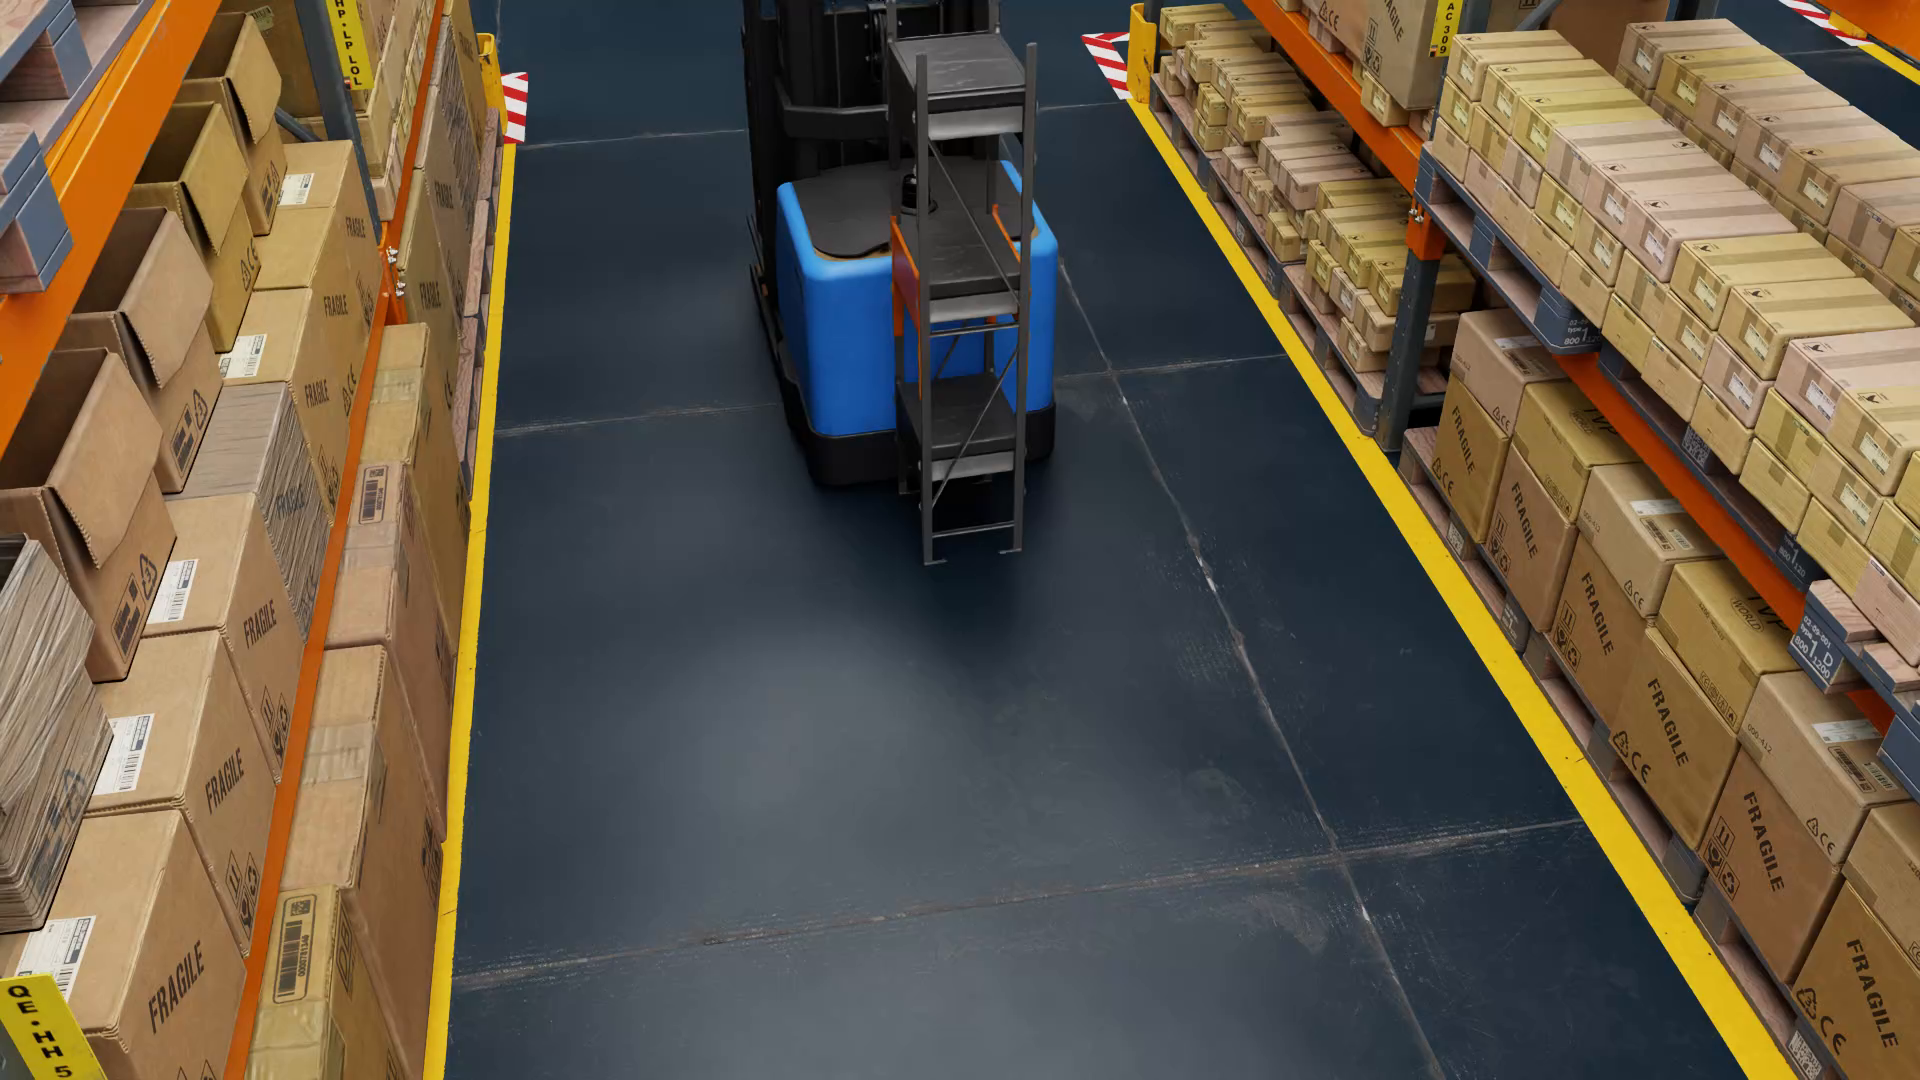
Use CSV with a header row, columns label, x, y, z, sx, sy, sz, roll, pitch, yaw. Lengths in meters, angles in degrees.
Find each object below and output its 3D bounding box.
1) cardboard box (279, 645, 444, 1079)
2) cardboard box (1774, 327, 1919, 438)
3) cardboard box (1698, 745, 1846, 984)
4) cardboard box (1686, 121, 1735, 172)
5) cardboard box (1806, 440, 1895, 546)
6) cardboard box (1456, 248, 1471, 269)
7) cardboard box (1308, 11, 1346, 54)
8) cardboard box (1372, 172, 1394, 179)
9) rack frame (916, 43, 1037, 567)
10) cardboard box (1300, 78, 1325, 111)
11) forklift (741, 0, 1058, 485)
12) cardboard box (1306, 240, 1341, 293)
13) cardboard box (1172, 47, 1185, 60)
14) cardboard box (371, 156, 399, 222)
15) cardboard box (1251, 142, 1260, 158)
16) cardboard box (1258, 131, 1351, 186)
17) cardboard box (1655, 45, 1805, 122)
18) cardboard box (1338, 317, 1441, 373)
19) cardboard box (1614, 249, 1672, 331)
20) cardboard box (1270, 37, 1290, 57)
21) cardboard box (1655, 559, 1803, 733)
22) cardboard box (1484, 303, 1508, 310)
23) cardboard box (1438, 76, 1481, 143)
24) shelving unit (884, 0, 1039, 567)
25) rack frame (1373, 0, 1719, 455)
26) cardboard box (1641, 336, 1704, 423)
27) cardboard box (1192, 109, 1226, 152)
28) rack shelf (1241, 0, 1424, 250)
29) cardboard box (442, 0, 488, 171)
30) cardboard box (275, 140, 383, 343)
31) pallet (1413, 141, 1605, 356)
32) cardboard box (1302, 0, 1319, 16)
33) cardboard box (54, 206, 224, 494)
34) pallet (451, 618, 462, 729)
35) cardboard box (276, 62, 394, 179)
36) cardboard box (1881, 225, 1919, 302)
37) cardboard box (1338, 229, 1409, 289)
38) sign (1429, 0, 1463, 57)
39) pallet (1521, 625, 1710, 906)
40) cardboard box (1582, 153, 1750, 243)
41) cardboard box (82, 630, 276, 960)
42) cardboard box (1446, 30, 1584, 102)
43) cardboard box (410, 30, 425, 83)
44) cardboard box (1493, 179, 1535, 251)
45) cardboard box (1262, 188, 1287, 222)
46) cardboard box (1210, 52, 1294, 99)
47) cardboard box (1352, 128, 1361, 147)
label,x,y,z,sx,sy,sz,roll,pitch,yaw
cardboard box,-2.126,0.956,4.464,1.225,0.875,0.875,-6,38,-8
cardboard box,2.312,-0.397,4.194,0.380,0.149,0.250,-6,38,-8
cardboard box,2.564,0.906,4.834,0.500,0.500,0.500,-5,38,-6
cardboard box,2.675,-1.304,5.603,0.380,0.149,0.250,-5,38,-6
cardboard box,2.349,-0.136,4.100,0.380,0.149,0.250,-6,38,-8
cardboard box,2.476,-1.326,7.508,0.380,0.149,0.250,-4,38,-6
cardboard box,1.804,-2.327,7.505,0.380,0.149,0.250,-8,39,-10
cardboard box,2.312,-1.836,8.408,0.380,0.149,0.250,-7,38,-8
rack frame,0.053,-0.756,6.011,0.400,2.100,0.015,-8,39,-11
cardboard box,2.034,-2.446,9.193,0.380,0.149,0.250,-7,38,-8
forklift,-0.426,-2.266,7.330,1.129,2.867,3.031,-8,39,-10
cardboard box,1.831,-1.283,7.696,0.380,0.149,0.250,-7,38,-10
cardboard box,1.461,-2.877,9.747,0.380,0.149,0.250,-5,38,-6
cardboard box,-2.302,-1.290,6.171,0.380,0.149,0.250,-6,38,-8
cardboard box,1.750,-2.091,8.736,0.380,0.149,0.250,-4,38,-6
cardboard box,1.703,-1.889,8.234,0.380,0.149,0.250,-8,38,-10
cardboard box,2.633,-1.566,5.698,0.380,0.149,0.250,-7,38,-9
cardboard box,1.919,-0.888,7.429,0.380,0.149,0.250,-6,38,-7
cardboard box,2.174,-0.752,4.894,0.380,0.149,0.250,-7,38,-9
cardboard box,2.202,-3.224,7.797,0.500,2.792,2.619,-6,38,-8
cardboard box,2.473,0.296,5.008,0.500,0.250,0.500,-5,38,-7
cardboard box,2.574,-1.059,7.407,0.380,0.149,0.250,-5,38,-6
cardboard box,1.939,-1.544,5.913,0.380,0.149,0.250,-6,38,-7
shelving unit,-0.004,-0.902,6.199,0.431,2.100,0.503,-8,39,-11
rack frame,2.323,-1.648,6.426,1.000,3.000,0.127,-6,38,-8
cardboard box,2.214,-0.486,4.793,0.380,0.149,0.250,-8,39,-10
cardboard box,1.512,-2.288,9.232,0.380,0.149,0.250,-6,38,-7
rack shelf,1.972,-2.572,8.202,1.077,0.370,4.000,-6,38,-8
cardboard box,-3.088,-2.540,8.964,0.875,0.875,0.875,-6,38,-8
cardboard box,-2.227,-0.962,5.461,0.500,0.500,0.500,-6,38,-8
pallet,2.314,-1.095,5.870,1.003,0.211,1.213,-6,38,-8
cardboard box,1.784,-2.681,7.432,0.500,0.500,0.500,-6,38,-8
cardboard box,-2.225,-0.437,3.968,0.797,0.503,0.637,-5,38,-6
pallet,-2.369,0.384,6.084,1.003,0.211,1.213,-6,38,-8
cardboard box,-2.403,-1.545,6.174,0.500,0.250,0.500,-7,38,-9
cardboard box,2.862,-0.778,4.684,0.380,0.149,0.250,-7,38,-9
cardboard box,1.920,-1.260,7.423,0.380,0.149,0.250,-6,38,-7
sign,1.790,-1.927,6.079,0.100,0.325,0.005,-6,38,-8
pallet,2.678,0.662,5.726,1.003,0.211,1.213,-6,38,-8
cardboard box,2.123,-1.033,5.013,0.380,0.149,0.250,-7,38,-8
cardboard box,-1.787,0.567,3.493,0.500,0.500,0.500,-7,38,-9
cardboard box,1.939,-1.662,5.822,0.380,0.149,0.250,-4,38,-6
cardboard box,-2.530,-2.073,7.179,0.380,0.149,0.250,-6,38,-7
cardboard box,2.033,-1.109,5.595,0.380,0.149,0.250,-6,38,-8
cardboard box,1.758,-1.678,8.446,0.380,0.149,0.250,-6,38,-7
cardboard box,1.589,-2.525,9.052,0.380,0.149,0.250,-8,39,-10
cardboard box,2.218,-2.100,8.504,0.380,0.149,0.250,-6,38,-8
